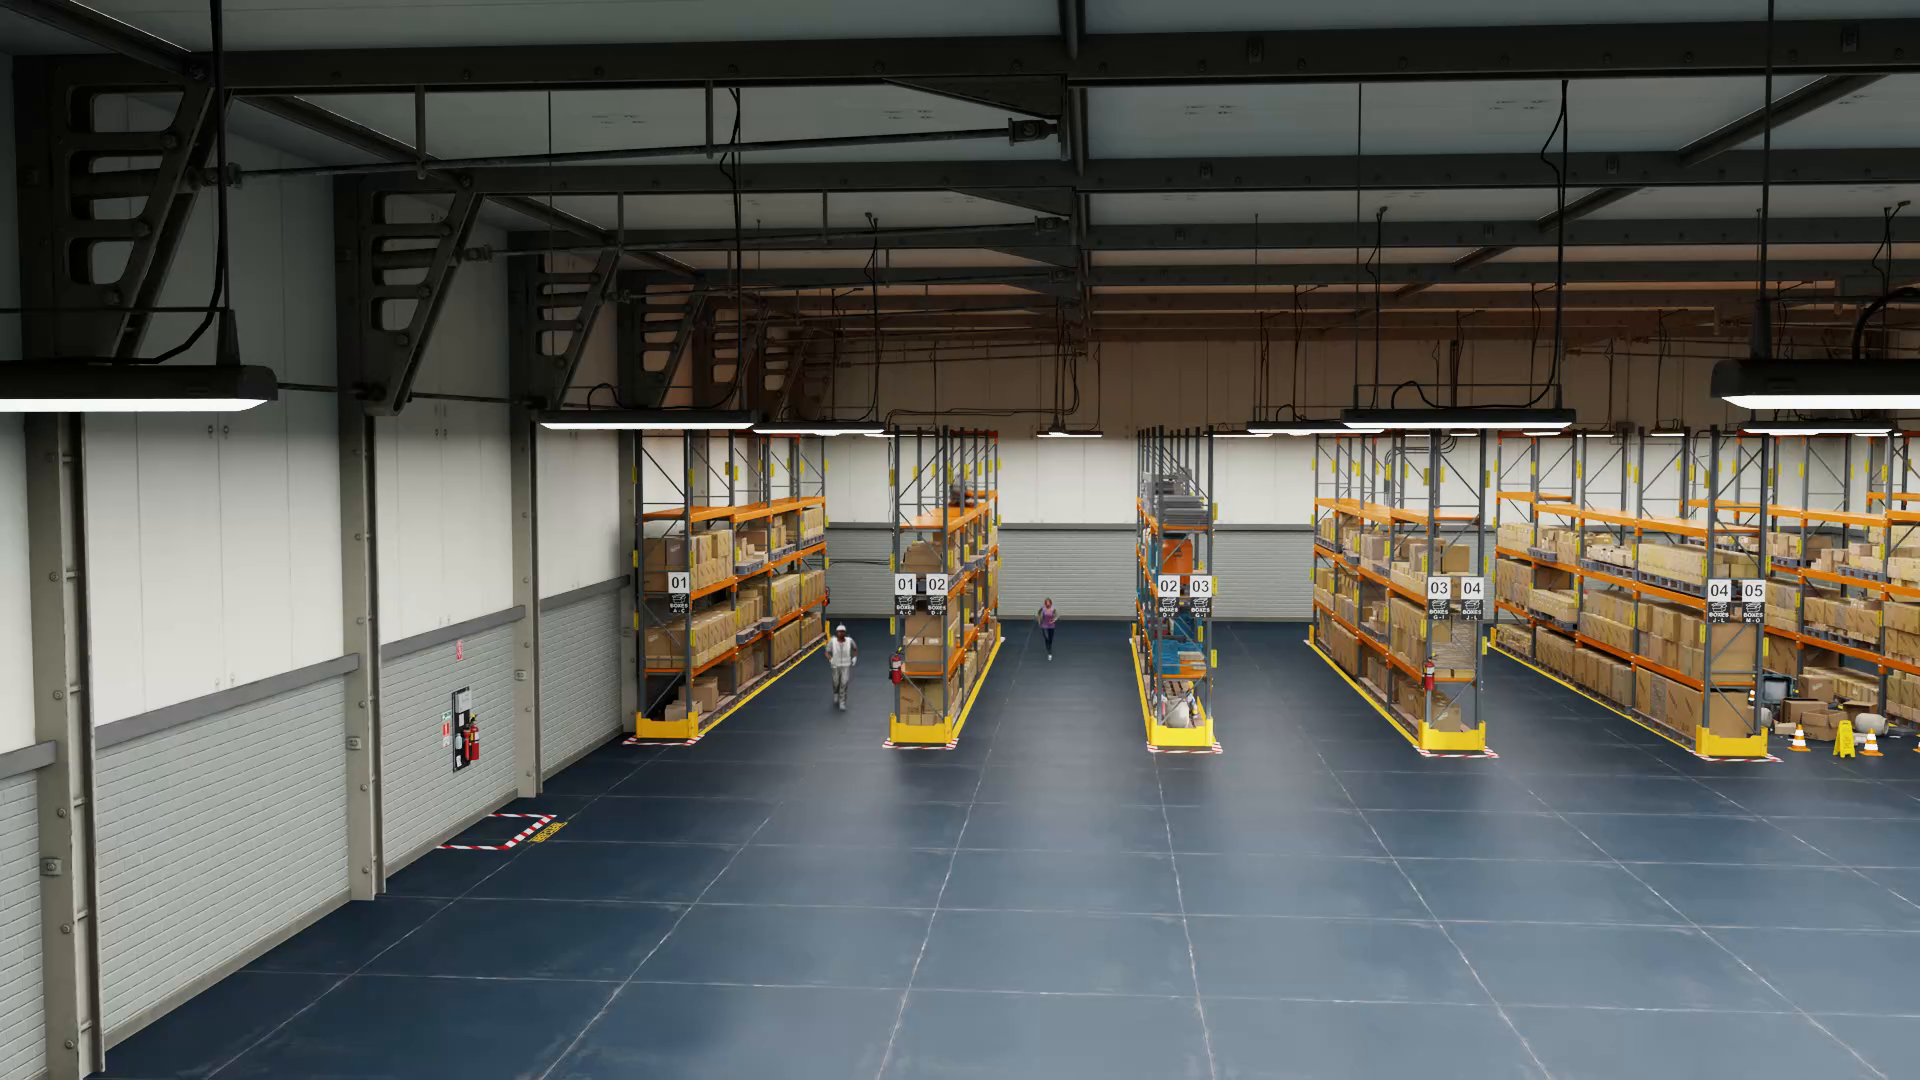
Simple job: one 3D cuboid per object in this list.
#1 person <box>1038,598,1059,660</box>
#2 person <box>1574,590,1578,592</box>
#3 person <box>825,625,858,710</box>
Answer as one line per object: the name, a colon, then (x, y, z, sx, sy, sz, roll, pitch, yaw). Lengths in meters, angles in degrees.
person: (2.315, 2.308, 43.637, 0.558, 1.591, 0.920, 0, 3, 2)
person: (17.462, 2.037, 47.301, 0.611, 1.694, 0.645, 0, 3, 6)
person: (-2.533, 2.706, 35.631, 0.708, 1.773, 0.758, 0, 3, -6)
